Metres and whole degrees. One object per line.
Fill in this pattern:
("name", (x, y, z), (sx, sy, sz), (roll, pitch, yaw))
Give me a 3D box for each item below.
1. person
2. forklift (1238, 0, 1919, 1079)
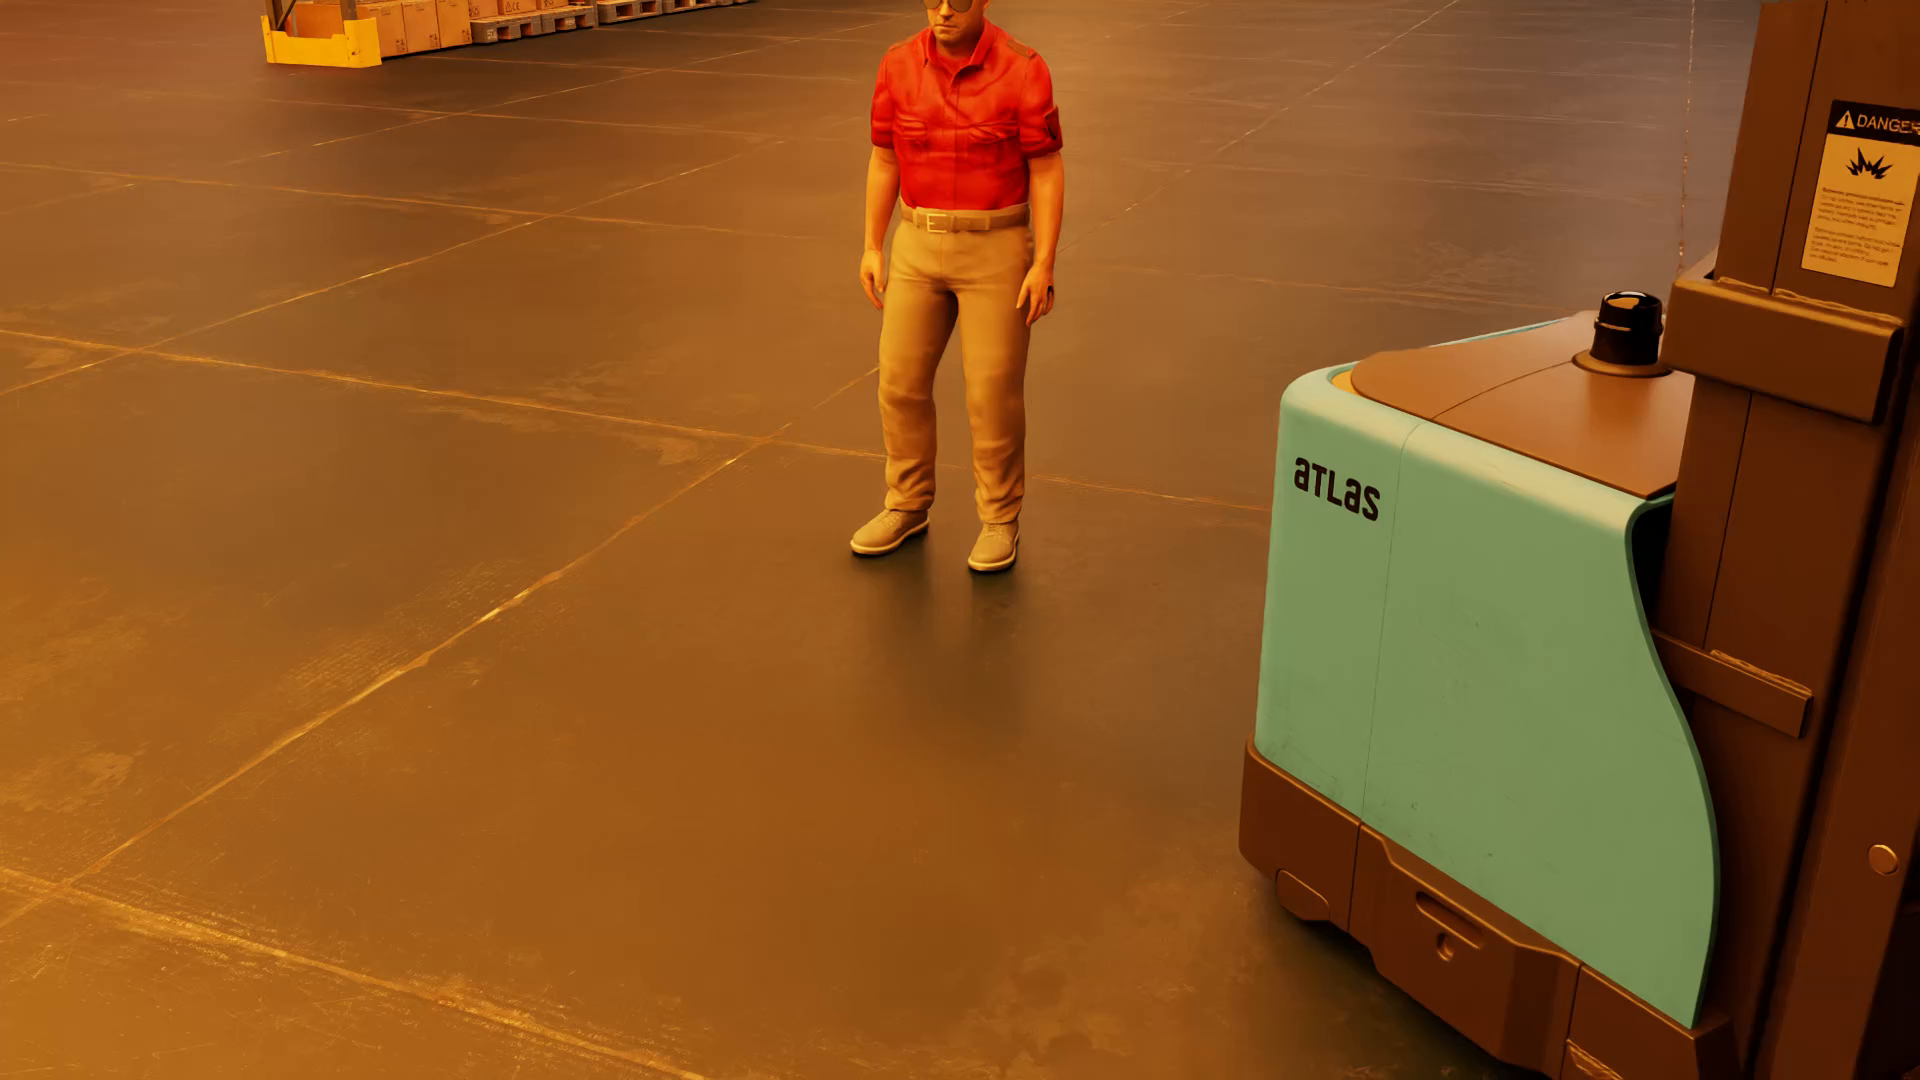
("person", (-0.007, -0.783, 4.725), (0.587, 1.726, 0.396), (8, 24, 19))
("forklift", (1.778, -0.280, 1.963), (1.130, 2.935, 3.031), (-14, 26, -29))
